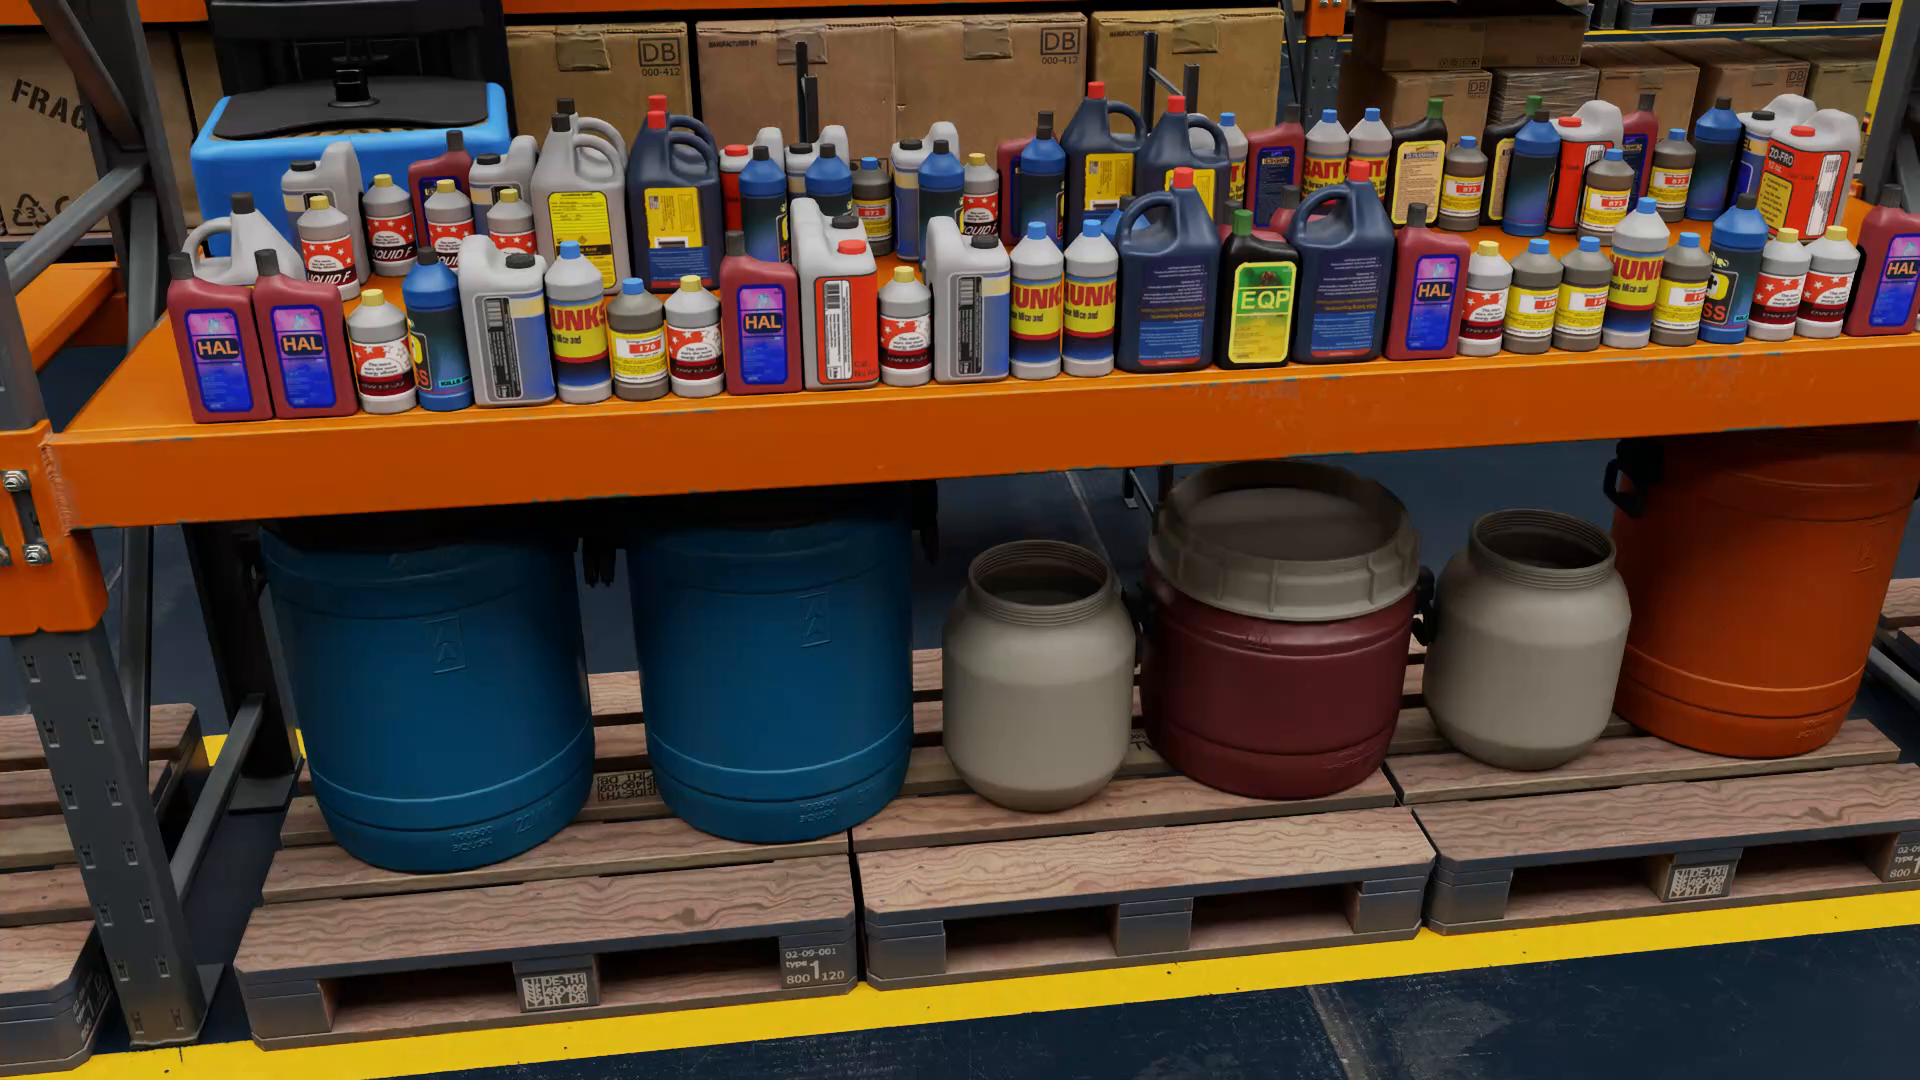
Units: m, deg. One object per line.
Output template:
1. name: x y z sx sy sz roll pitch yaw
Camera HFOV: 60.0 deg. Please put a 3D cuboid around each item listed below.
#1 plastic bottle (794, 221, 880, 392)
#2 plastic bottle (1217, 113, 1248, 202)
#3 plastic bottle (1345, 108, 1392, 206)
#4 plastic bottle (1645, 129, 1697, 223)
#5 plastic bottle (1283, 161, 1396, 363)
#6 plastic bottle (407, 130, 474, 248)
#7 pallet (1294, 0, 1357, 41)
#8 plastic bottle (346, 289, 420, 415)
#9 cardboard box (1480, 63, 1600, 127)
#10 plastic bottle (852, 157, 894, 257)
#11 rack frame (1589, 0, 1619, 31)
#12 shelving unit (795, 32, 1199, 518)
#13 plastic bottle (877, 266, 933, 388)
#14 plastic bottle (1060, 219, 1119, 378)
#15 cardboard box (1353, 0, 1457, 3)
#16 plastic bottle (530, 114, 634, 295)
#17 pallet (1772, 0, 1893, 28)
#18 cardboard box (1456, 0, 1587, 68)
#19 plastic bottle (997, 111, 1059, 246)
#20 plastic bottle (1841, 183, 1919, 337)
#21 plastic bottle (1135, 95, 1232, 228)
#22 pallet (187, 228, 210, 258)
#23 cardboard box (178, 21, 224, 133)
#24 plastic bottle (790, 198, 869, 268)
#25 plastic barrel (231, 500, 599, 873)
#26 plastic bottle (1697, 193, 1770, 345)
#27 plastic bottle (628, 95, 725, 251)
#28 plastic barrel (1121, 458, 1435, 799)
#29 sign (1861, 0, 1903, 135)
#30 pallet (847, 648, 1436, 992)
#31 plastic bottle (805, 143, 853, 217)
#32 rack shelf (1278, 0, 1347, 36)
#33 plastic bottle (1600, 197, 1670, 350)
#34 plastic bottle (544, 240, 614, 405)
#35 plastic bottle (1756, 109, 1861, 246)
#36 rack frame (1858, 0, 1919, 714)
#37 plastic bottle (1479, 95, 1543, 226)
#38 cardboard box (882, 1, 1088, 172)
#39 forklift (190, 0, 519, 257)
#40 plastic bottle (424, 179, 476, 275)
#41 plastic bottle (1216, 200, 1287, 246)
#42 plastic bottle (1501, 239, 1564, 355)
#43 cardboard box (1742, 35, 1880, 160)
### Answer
1. plastic bottle: -0.215 -0.417 2.913 0.135 0.276 0.152 -4 27 -7
2. plastic bottle: 0.581 -0.803 3.671 0.097 0.271 0.097 0 27 0
3. plastic bottle: 0.906 -0.824 3.712 0.097 0.271 0.097 0 27 0
4. plastic bottle: 1.629 -0.839 3.818 0.097 0.201 0.097 0 27 0
5. plastic bottle: 0.681 -0.506 3.004 0.185 0.351 0.144 -4 27 -7
6. plastic bottle: -1.076 -0.711 3.477 0.133 0.283 0.061 -4 27 -7
7. pallet: 3.033 -4.150 13.106 1.213 0.211 1.003 -4 27 -7
8. plastic bottle: -0.977 -0.322 2.810 0.097 0.201 0.097 0 27 0
9. cardboard box: 2.835 -2.226 8.558 0.500 0.500 0.700 -6 28 -11
10. plastic bottle: -0.193 -0.722 3.590 0.097 0.201 0.097 0 27 0
11. rack frame: 4.997 -5.553 12.786 0.127 3.000 1.000 -4 27 -7
12. shelving unit: 0.084 -0.673 4.918 1.048 1.500 0.538 -4 27 -7
13. plastic bottle: -0.097 -0.379 2.920 0.097 0.201 0.097 0 27 0
14. plastic bottle: 0.229 -0.431 2.945 0.097 0.271 0.097 0 27 0
15. cardboard box: 3.439 -4.599 12.931 0.750 0.750 1.050 -4 27 -7
16. plastic bottle: -0.759 -0.675 3.334 0.185 0.351 0.144 -4 27 -7
17. pallet: 6.972 -4.404 13.602 1.213 0.211 1.003 -4 27 -7
18. cardboard box: 2.810 -2.561 8.391 0.500 0.250 0.500 -1 27 -1
19. plastic bottle: 0.148 -0.789 3.630 0.133 0.283 0.061 -4 27 -7
20. plastic bottle: 1.748 -0.525 3.116 0.133 0.283 0.061 -4 27 -7
21. plastic bottle: 0.466 -0.750 3.481 0.185 0.351 0.144 -4 27 -7
22. pallet: -3.098 -1.541 8.023 1.213 0.211 1.003 -4 27 -7
23. cardboard box: -2.999 -2.031 7.789 0.875 0.875 0.875 -4 27 -7
24. plastic bottle: -0.237 -0.486 3.047 0.135 0.276 0.152 -4 27 -7
25. plastic barrel: -1.103 0.164 3.483 0.708 0.901 0.600 -4 27 -7
26. plastic bottle: 1.438 -0.508 3.096 0.097 0.271 0.097 0 27 0
27. plastic bottle: -0.596 -0.752 3.484 0.185 0.351 0.144 -4 27 -7
28. plastic barrel: 0.717 0.186 3.783 0.708 0.588 0.600 -4 27 -7
29. sign: 2.234 -1.131 3.990 0.005 0.325 0.100 -4 27 -7
30. pallet: 0.337 0.575 3.898 1.213 0.211 1.003 -4 27 -7
31. plastic bottle: -0.268 -0.679 3.428 0.097 0.271 0.097 0 27 0
32. rack shelf: 3.608 -2.857 8.320 4.000 0.370 1.077 -4 27 -7
33. plastic bottle: 1.245 -0.496 3.072 0.097 0.271 0.097 0 27 0
34. plastic bottle: -0.651 -0.374 2.835 0.097 0.271 0.097 0 27 0
35. plastic bottle: 1.865 -0.805 3.669 0.135 0.276 0.152 -4 27 -7
36. rack frame: 2.317 -0.810 3.544 0.127 3.000 1.000 -4 27 -7
37. plastic bottle: 1.246 -0.860 3.768 0.133 0.283 0.061 -4 27 -7
38. cardboard box: 0.057 -2.203 8.126 0.875 0.875 1.225 -4 27 -7
39. forklift: -2.398 -2.334 6.588 1.130 2.935 3.031 -7 28 -13
40. plastic bottle: -1.047 -0.640 3.428 0.097 0.201 0.097 0 27 0
41. plastic bottle: 0.521 -0.475 3.017 0.133 0.283 0.061 -4 27 -7
42. plastic bottle: 1.052 -0.453 3.064 0.097 0.201 0.097 0 27 0
43. cardboard box: 4.502 -2.336 8.774 0.500 0.500 0.700 -4 27 -7
